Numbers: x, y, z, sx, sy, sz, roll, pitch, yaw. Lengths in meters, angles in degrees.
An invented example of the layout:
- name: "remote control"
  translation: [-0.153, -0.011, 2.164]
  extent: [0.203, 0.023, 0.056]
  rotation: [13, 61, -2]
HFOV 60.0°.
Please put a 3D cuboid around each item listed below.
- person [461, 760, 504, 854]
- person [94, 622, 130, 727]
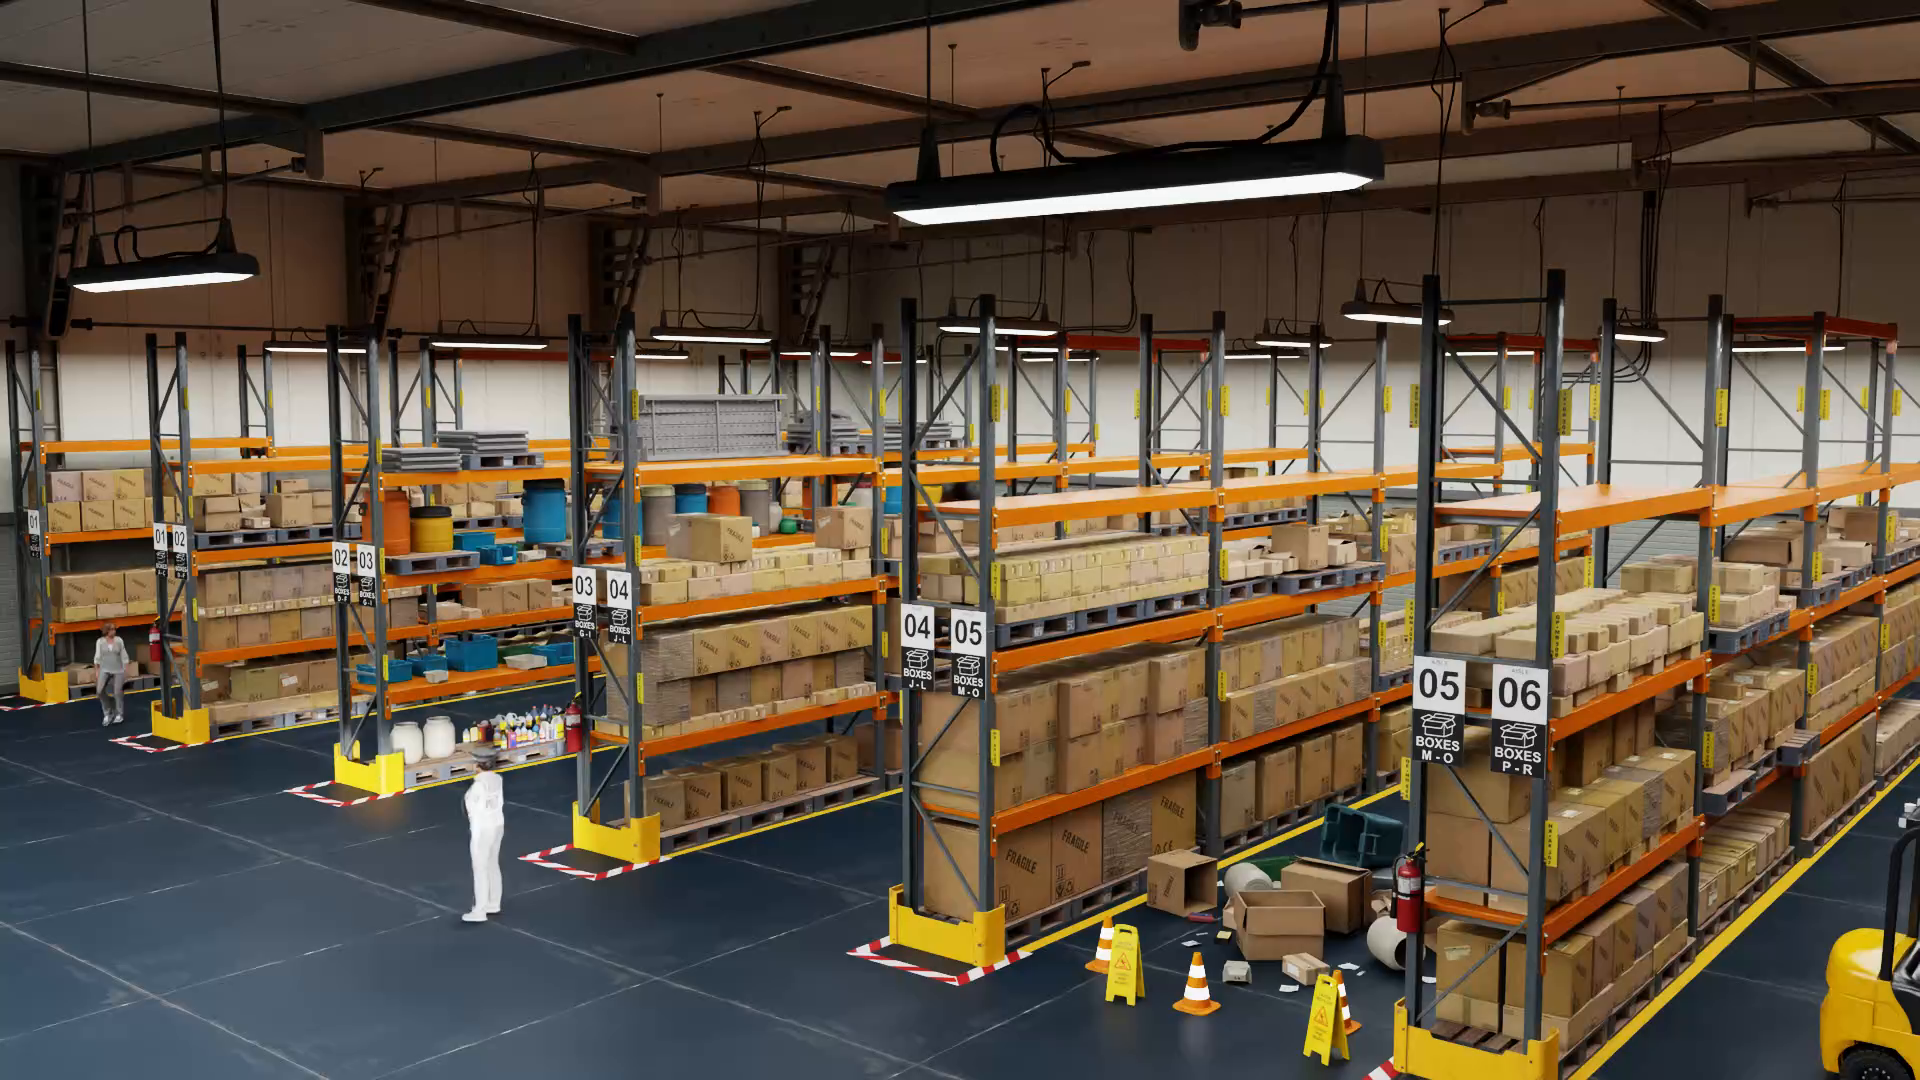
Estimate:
- name: "person"
  translation: [-4.648, 2.532, 16.244]
  extent: [0.345, 0.983, 0.508]
  rotation: [1, 5, 11]
- name: "person"
  translation: [-13.084, 2.057, 25.700]
  extent: [0.525, 1.606, 0.407]
  rotation: [-1, 5, -9]
